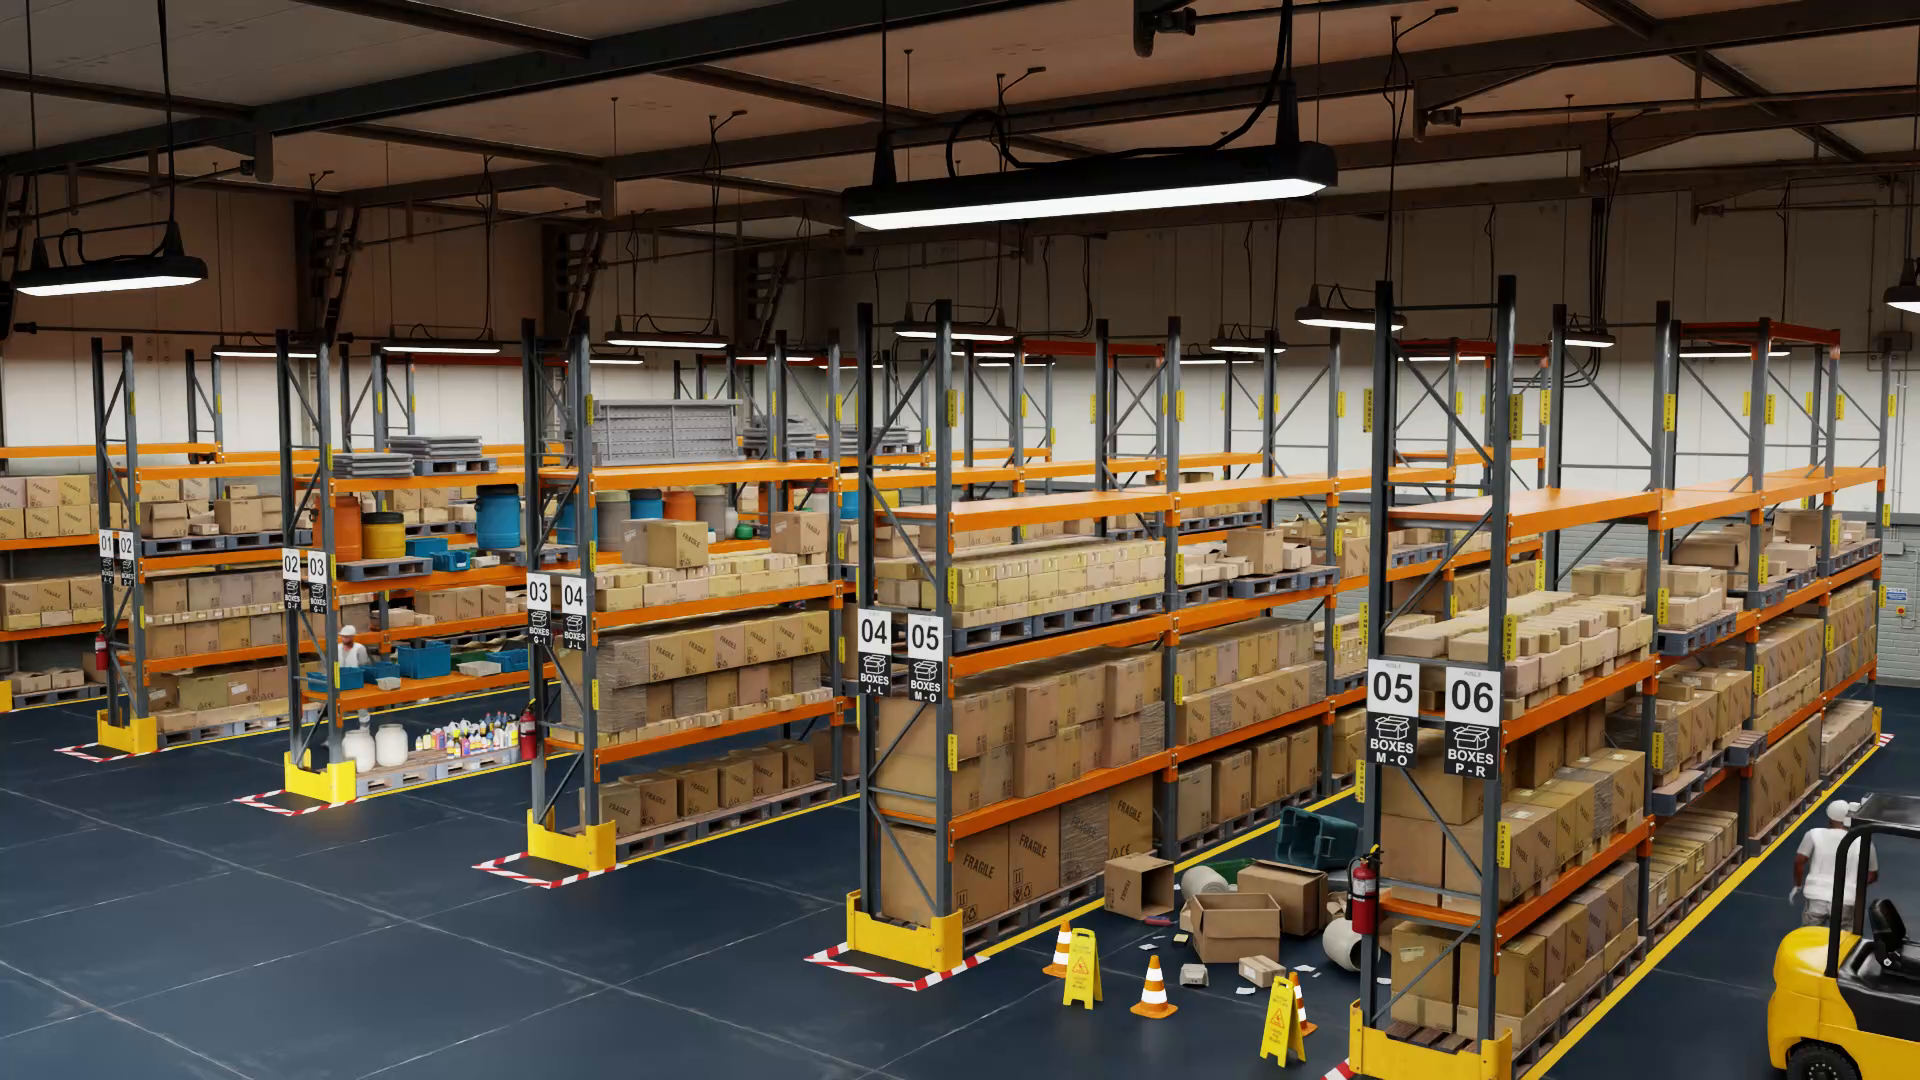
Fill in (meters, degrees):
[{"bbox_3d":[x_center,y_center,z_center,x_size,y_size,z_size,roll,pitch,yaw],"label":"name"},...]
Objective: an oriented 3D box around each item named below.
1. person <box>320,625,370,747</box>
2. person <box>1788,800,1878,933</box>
[{"bbox_3d":[-9.051,2.127,24.600,0.563,1.740,0.944,0,5,3],"label":"person"},{"bbox_3d":[7.501,3.093,14.316,0.647,1.673,0.788,4,6,38],"label":"person"}]
